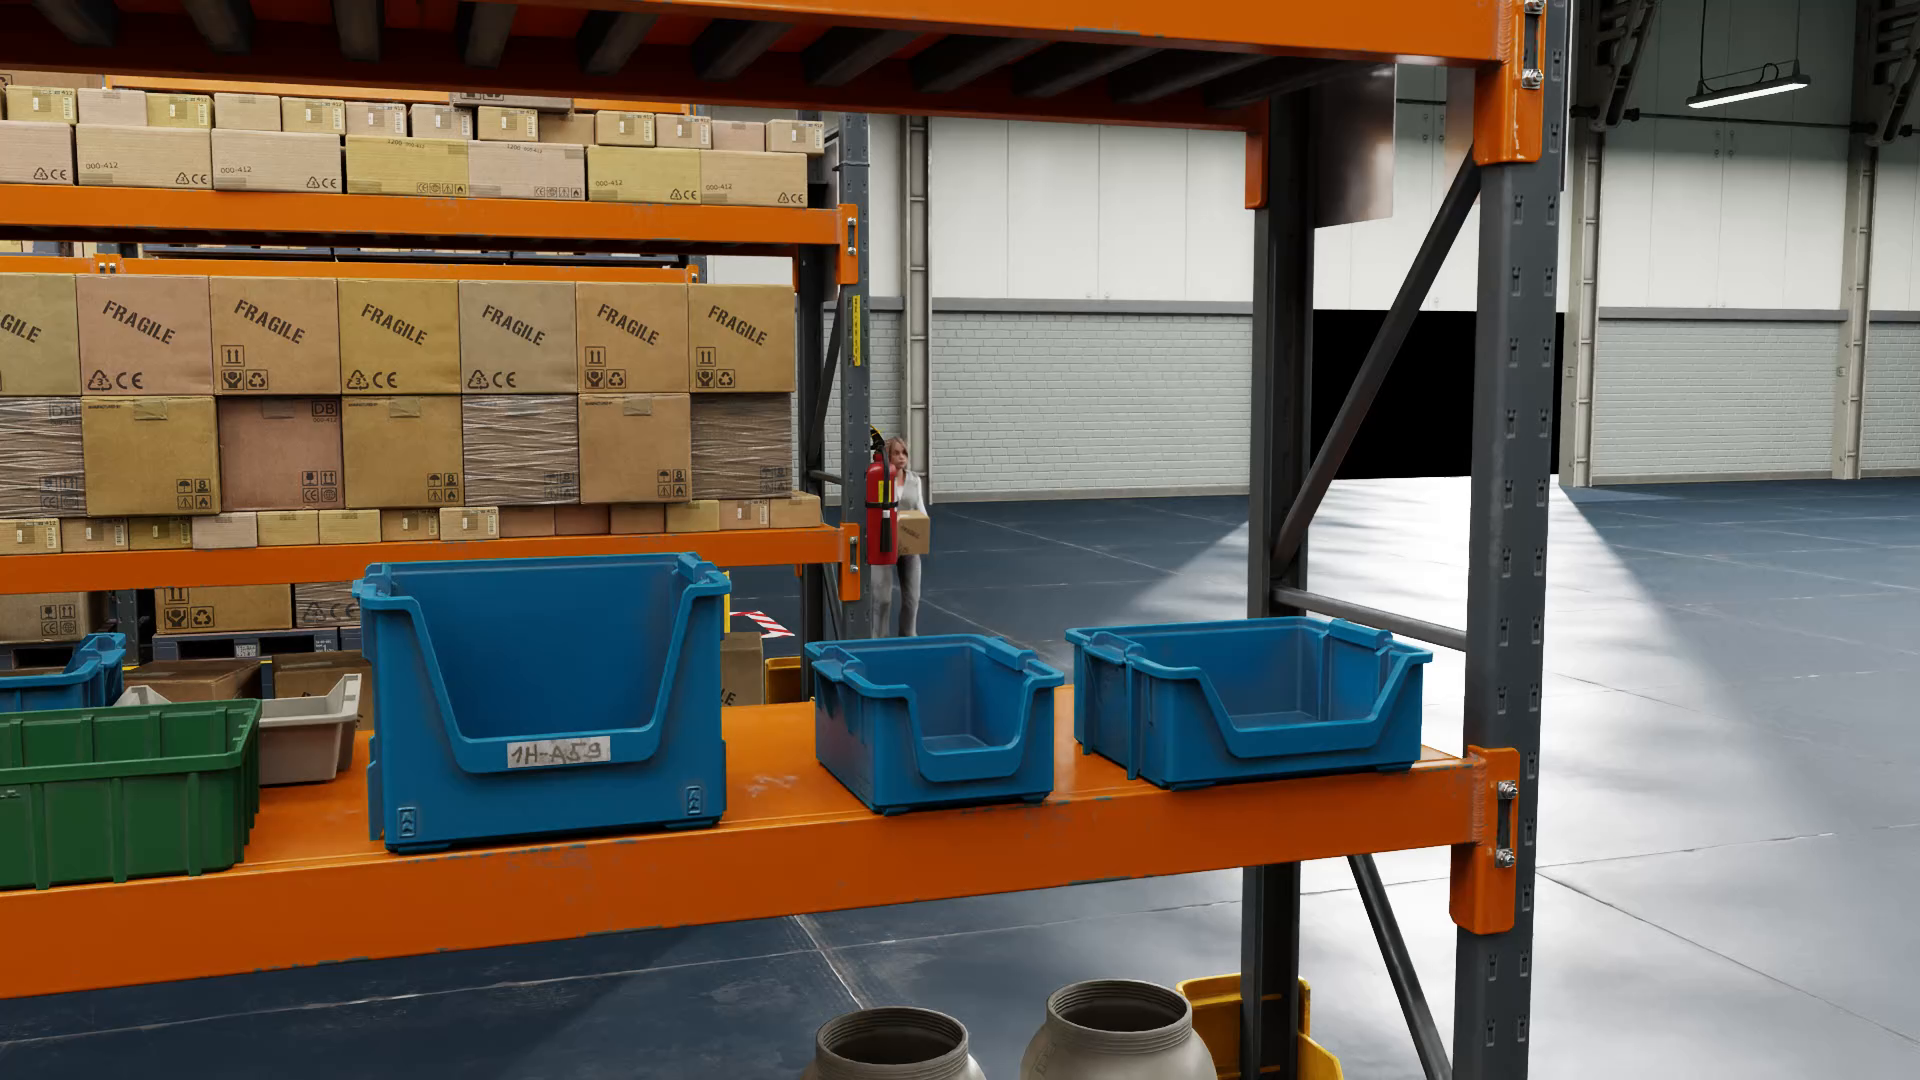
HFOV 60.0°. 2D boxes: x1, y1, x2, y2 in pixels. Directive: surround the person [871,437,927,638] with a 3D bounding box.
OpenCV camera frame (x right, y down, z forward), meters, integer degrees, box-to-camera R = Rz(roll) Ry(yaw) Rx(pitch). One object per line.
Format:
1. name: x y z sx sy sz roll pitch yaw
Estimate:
1. person: -0.414 0.113 11.332 0.401 1.570 0.495 -2 6 -18
